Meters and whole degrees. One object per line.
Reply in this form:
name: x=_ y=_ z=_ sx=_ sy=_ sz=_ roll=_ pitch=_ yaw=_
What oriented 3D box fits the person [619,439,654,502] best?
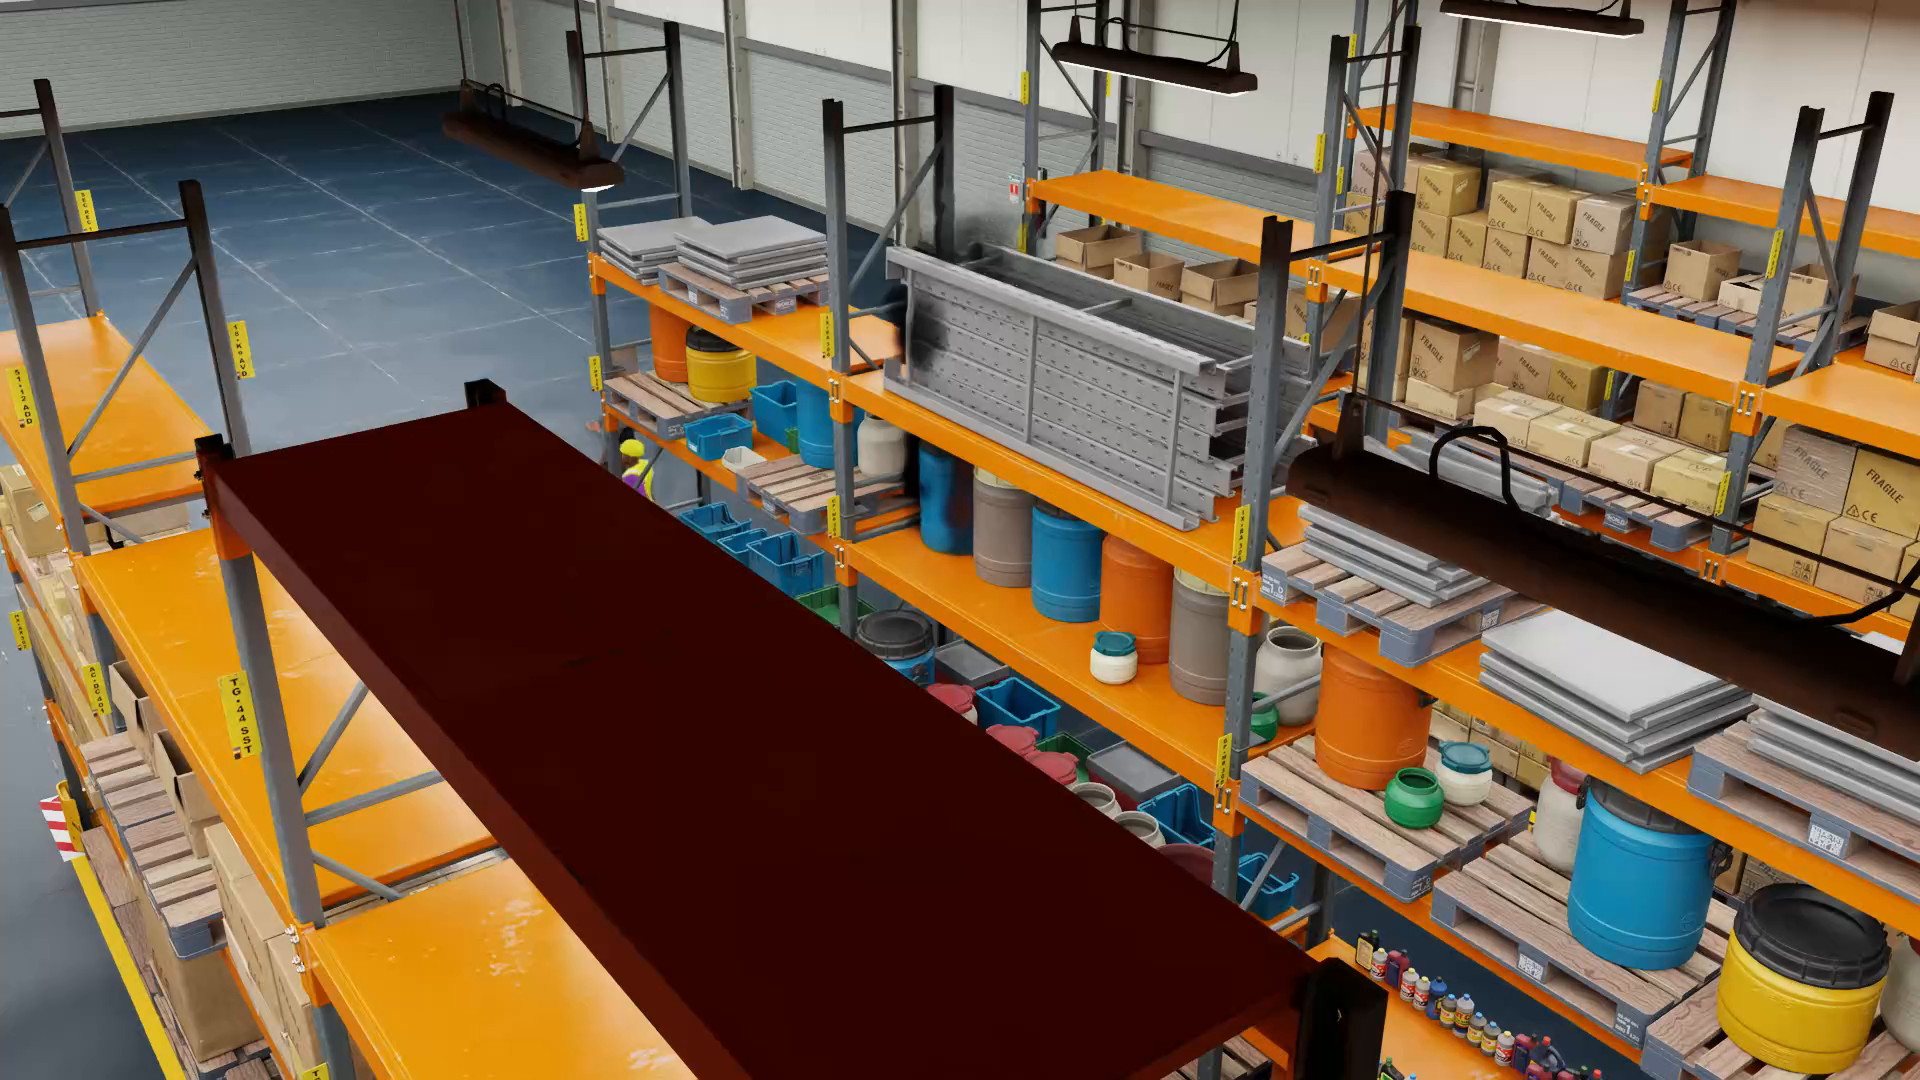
person: x=-3.452 y=-0.253 z=17.470 sx=0.592 sy=1.730 sz=0.745 roll=4 pitch=25 yaw=9

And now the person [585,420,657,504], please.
person: x=-3.934 y=-1.054 z=19.232 sx=0.729 sy=1.756 sz=0.627 roll=-7 pitch=26 yaw=-14

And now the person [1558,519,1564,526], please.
person: x=5.628 y=0.216 z=16.543 sx=0.612 sy=1.650 sz=0.550 roll=-22 pitch=33 yaw=-39
